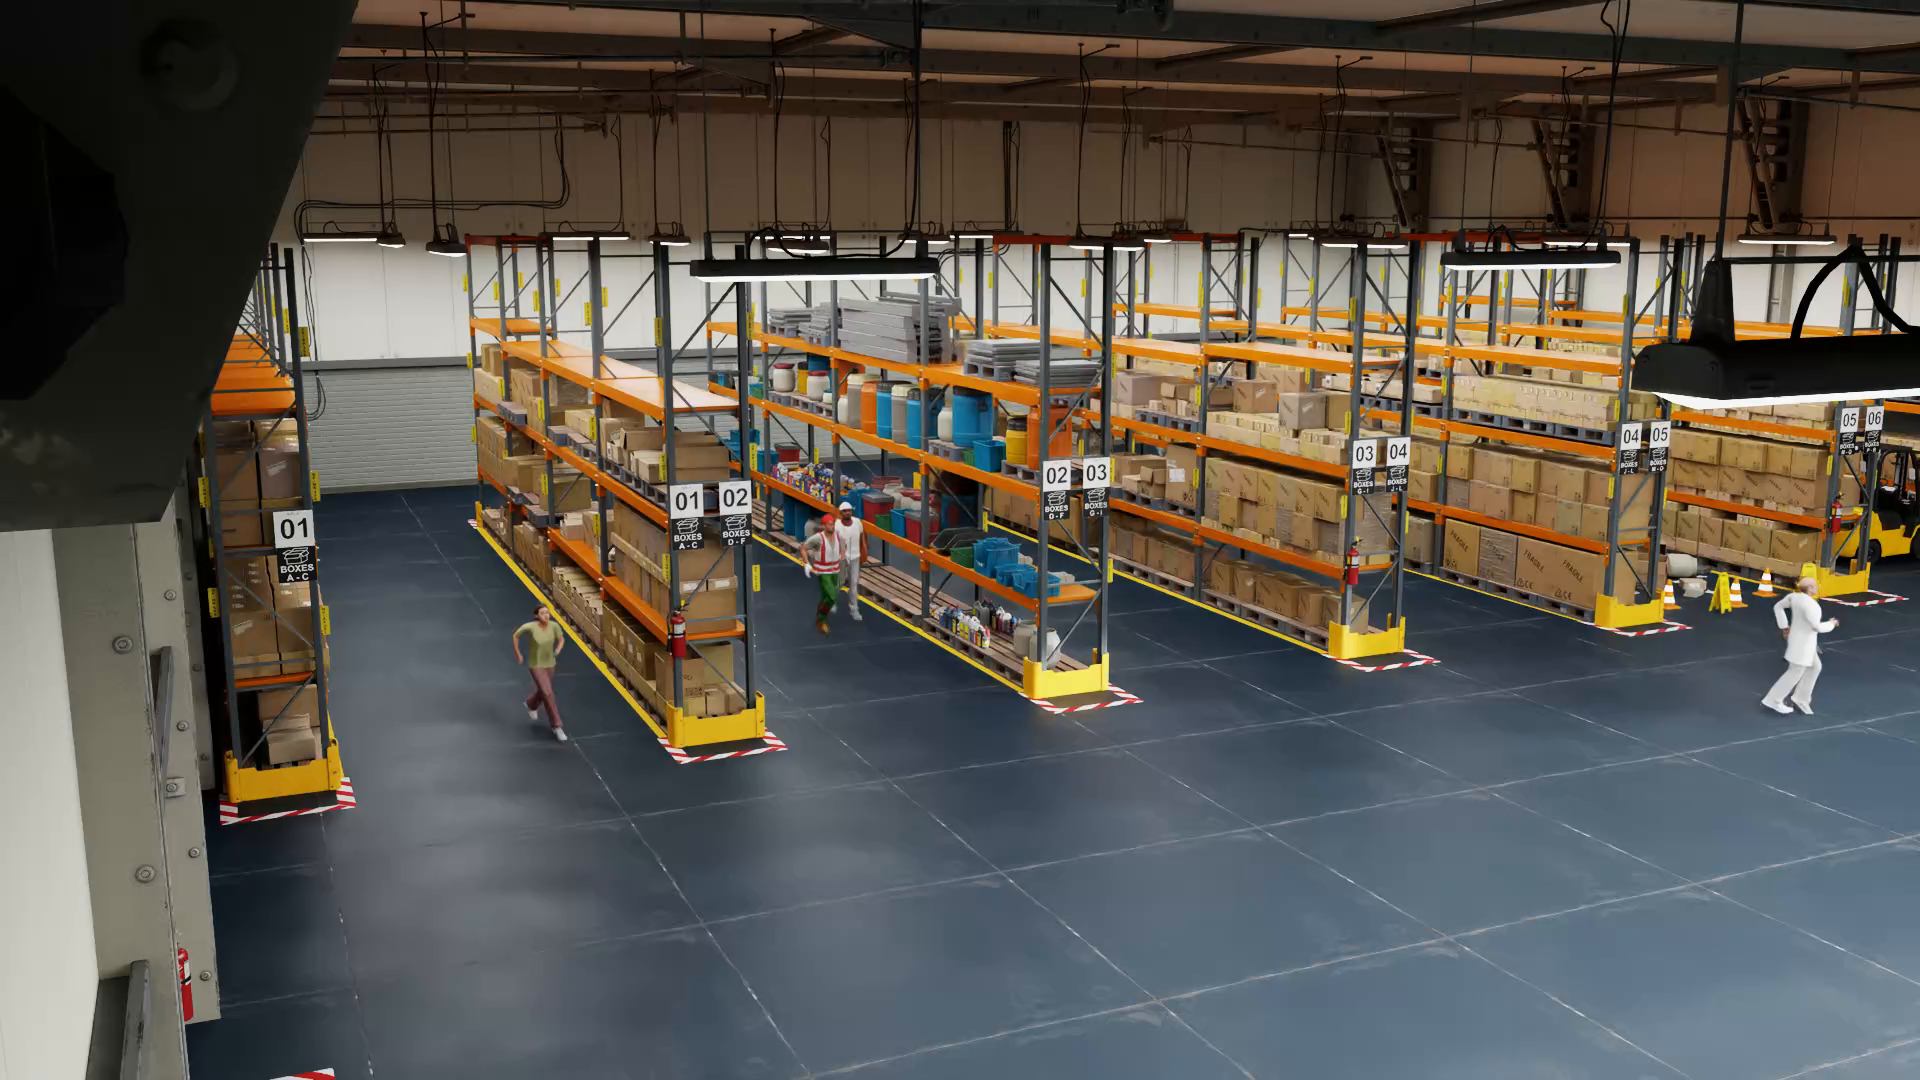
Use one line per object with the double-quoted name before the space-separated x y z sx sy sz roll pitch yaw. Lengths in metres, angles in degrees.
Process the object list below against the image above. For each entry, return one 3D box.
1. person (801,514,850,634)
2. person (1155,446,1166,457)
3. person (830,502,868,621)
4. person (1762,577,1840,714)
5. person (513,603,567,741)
"person" -1.925 0.510 24.366 0.655 1.791 0.737 -10 15 -42
"person" 5.296 -2.748 43.059 0.565 1.628 0.623 10 15 41
"person" -1.740 0.293 25.467 0.710 1.790 0.896 -5 12 -24
"person" 10.801 1.387 21.344 0.840 1.856 0.709 2 11 12
"person" -5.183 1.578 20.618 0.598 1.674 1.012 -9 14 -38
